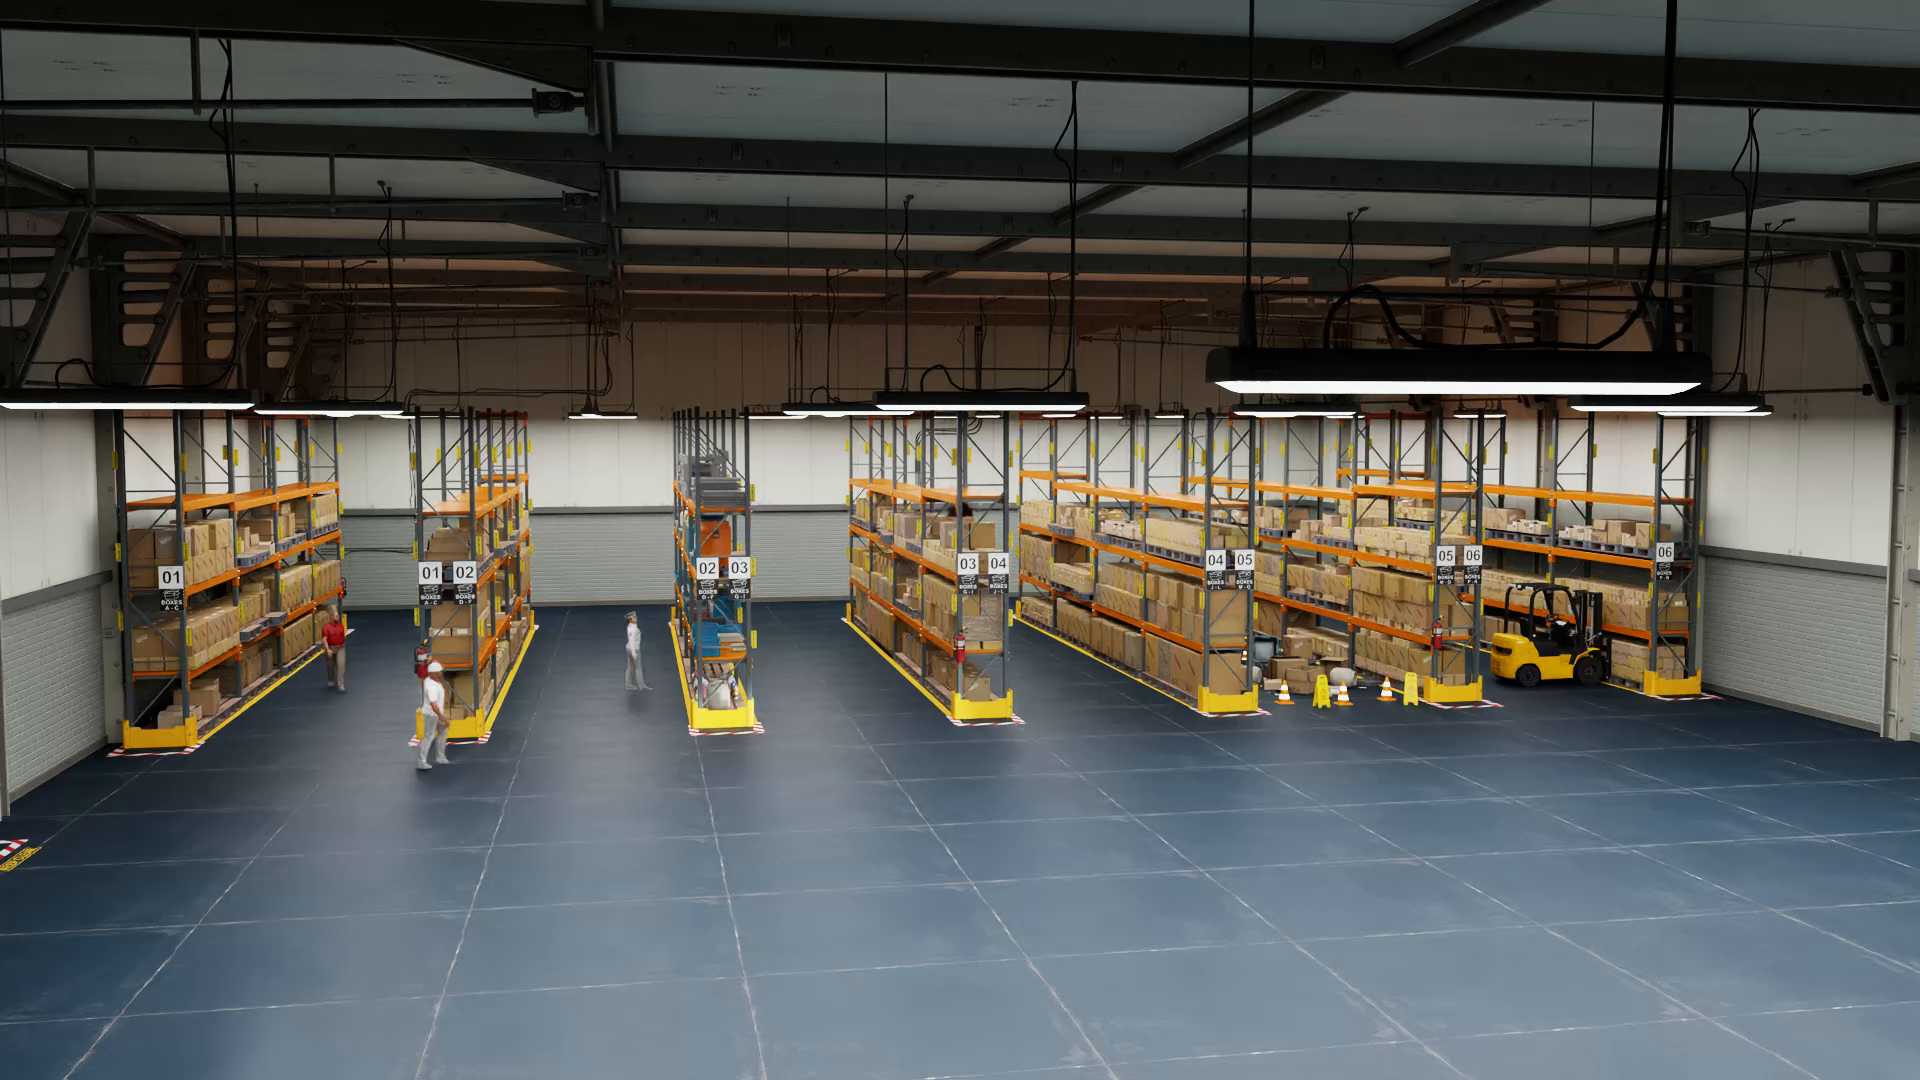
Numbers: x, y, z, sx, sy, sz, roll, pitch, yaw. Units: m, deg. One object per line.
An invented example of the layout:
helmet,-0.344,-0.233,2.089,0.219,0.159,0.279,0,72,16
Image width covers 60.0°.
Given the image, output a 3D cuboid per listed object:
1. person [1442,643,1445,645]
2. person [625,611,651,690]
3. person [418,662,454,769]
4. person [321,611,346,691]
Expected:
person,11.046,2.212,38.305,0.400,1.660,0.576,2,5,26
person,-6.878,2.357,35.466,0.513,1.694,0.499,-2,4,-22
person,-8.692,2.903,27.567,0.572,1.785,0.689,0,4,-5
person,-13.327,2.363,35.395,0.475,1.680,1.025,-1,4,-19
